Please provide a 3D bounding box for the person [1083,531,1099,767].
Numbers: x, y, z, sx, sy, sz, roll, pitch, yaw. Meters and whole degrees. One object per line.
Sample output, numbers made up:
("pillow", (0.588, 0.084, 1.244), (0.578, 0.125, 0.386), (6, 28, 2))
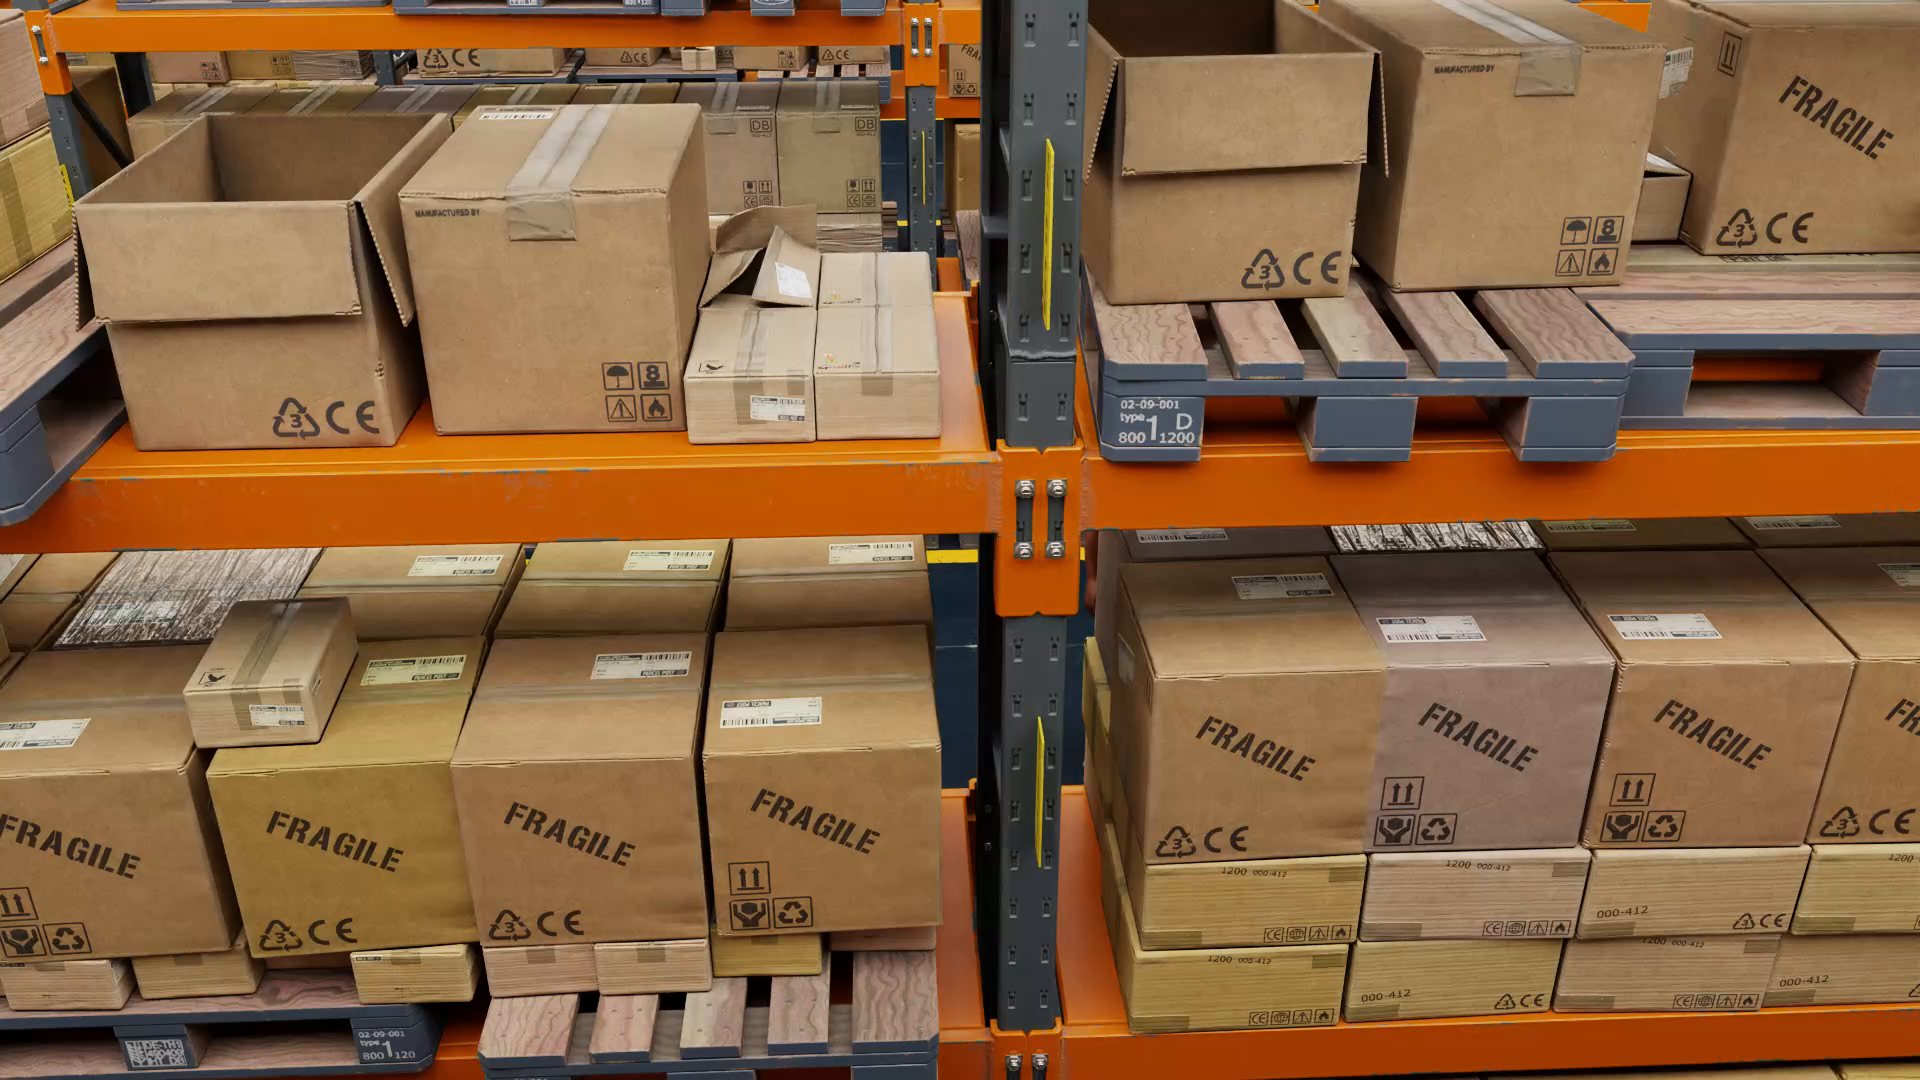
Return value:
("person", (0.818, 0.155, 6.805), (0.635, 1.757, 0.455), (-3, 28, -5))
